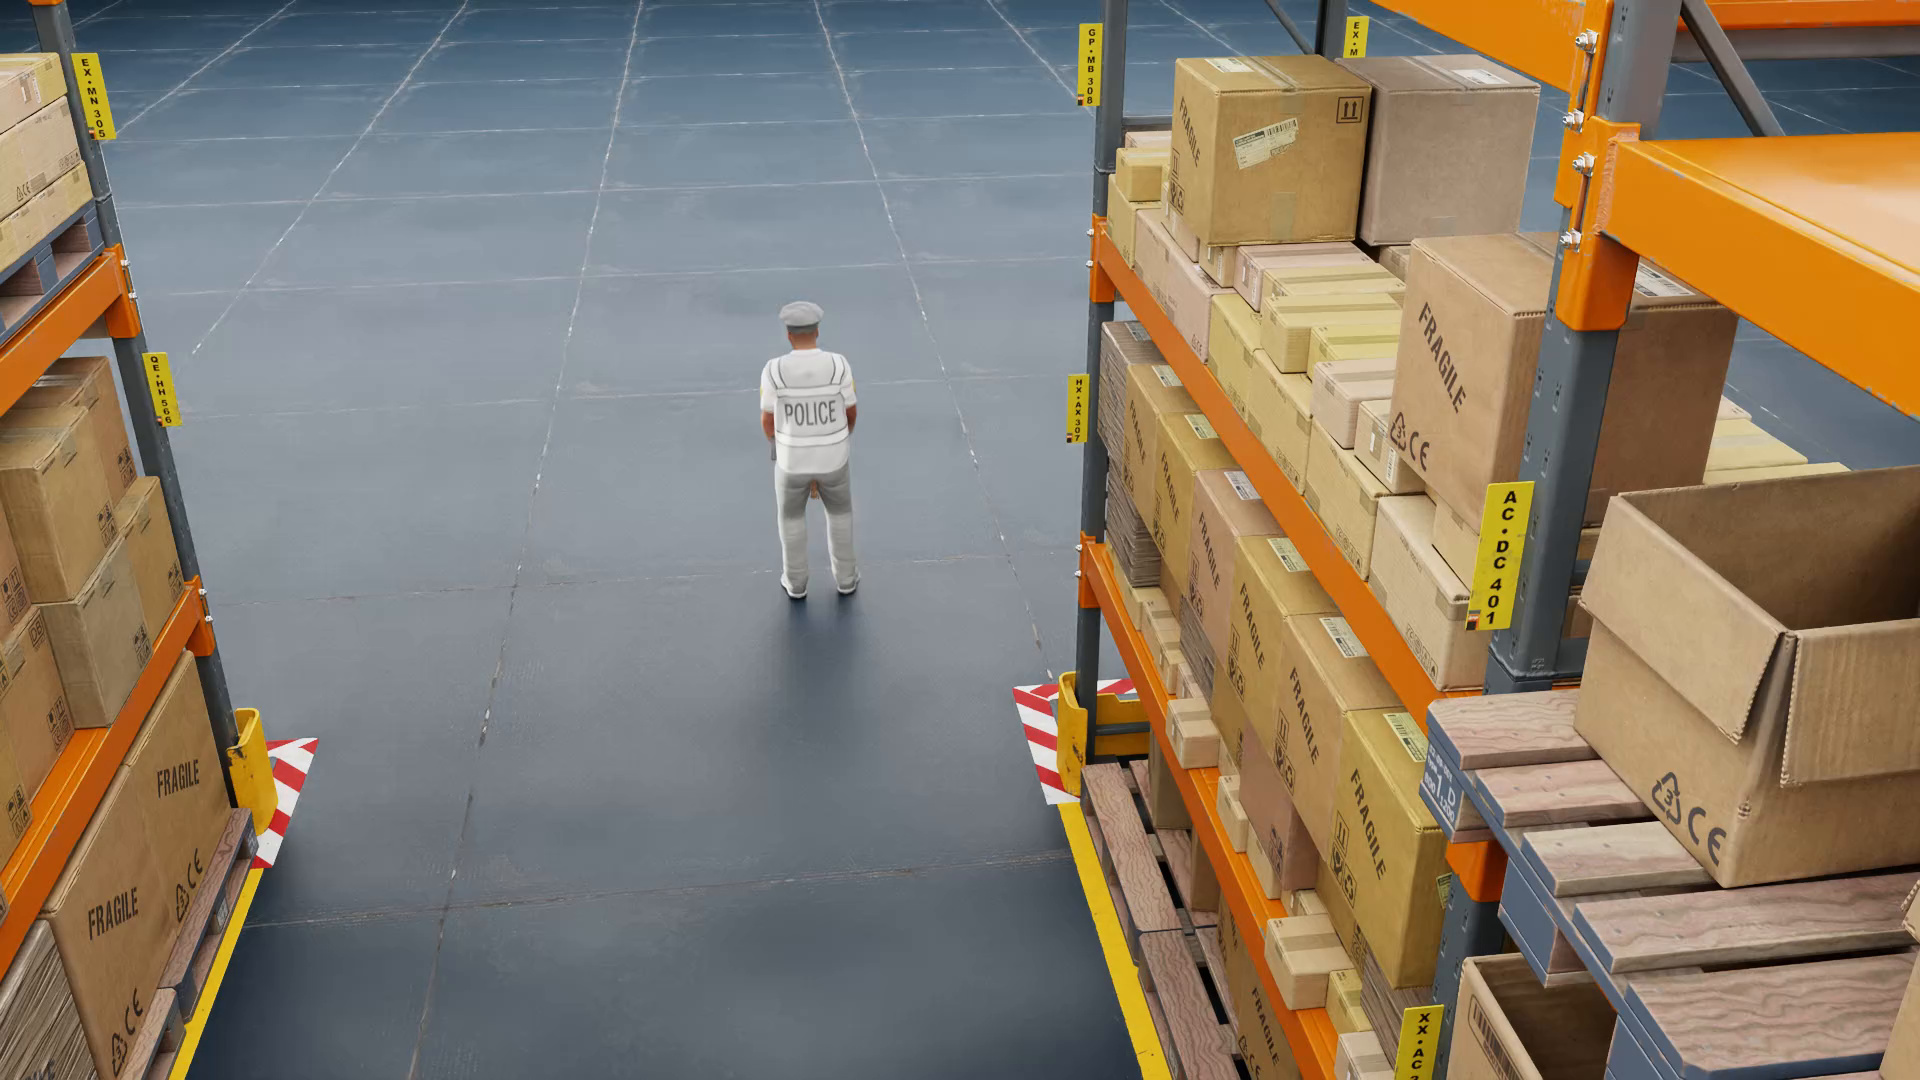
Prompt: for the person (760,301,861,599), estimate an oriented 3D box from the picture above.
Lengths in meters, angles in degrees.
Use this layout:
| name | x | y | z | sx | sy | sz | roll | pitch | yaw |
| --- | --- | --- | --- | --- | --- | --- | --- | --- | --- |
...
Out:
| name | x | y | z | sx | sy | sz | roll | pitch | yaw |
| --- | --- | --- | --- | --- | --- | --- | --- | --- | --- |
| person | -0.856 | -0.489 | 9.555 | 0.551 | 1.761 | 0.434 | -4 | 27 | -8 |
